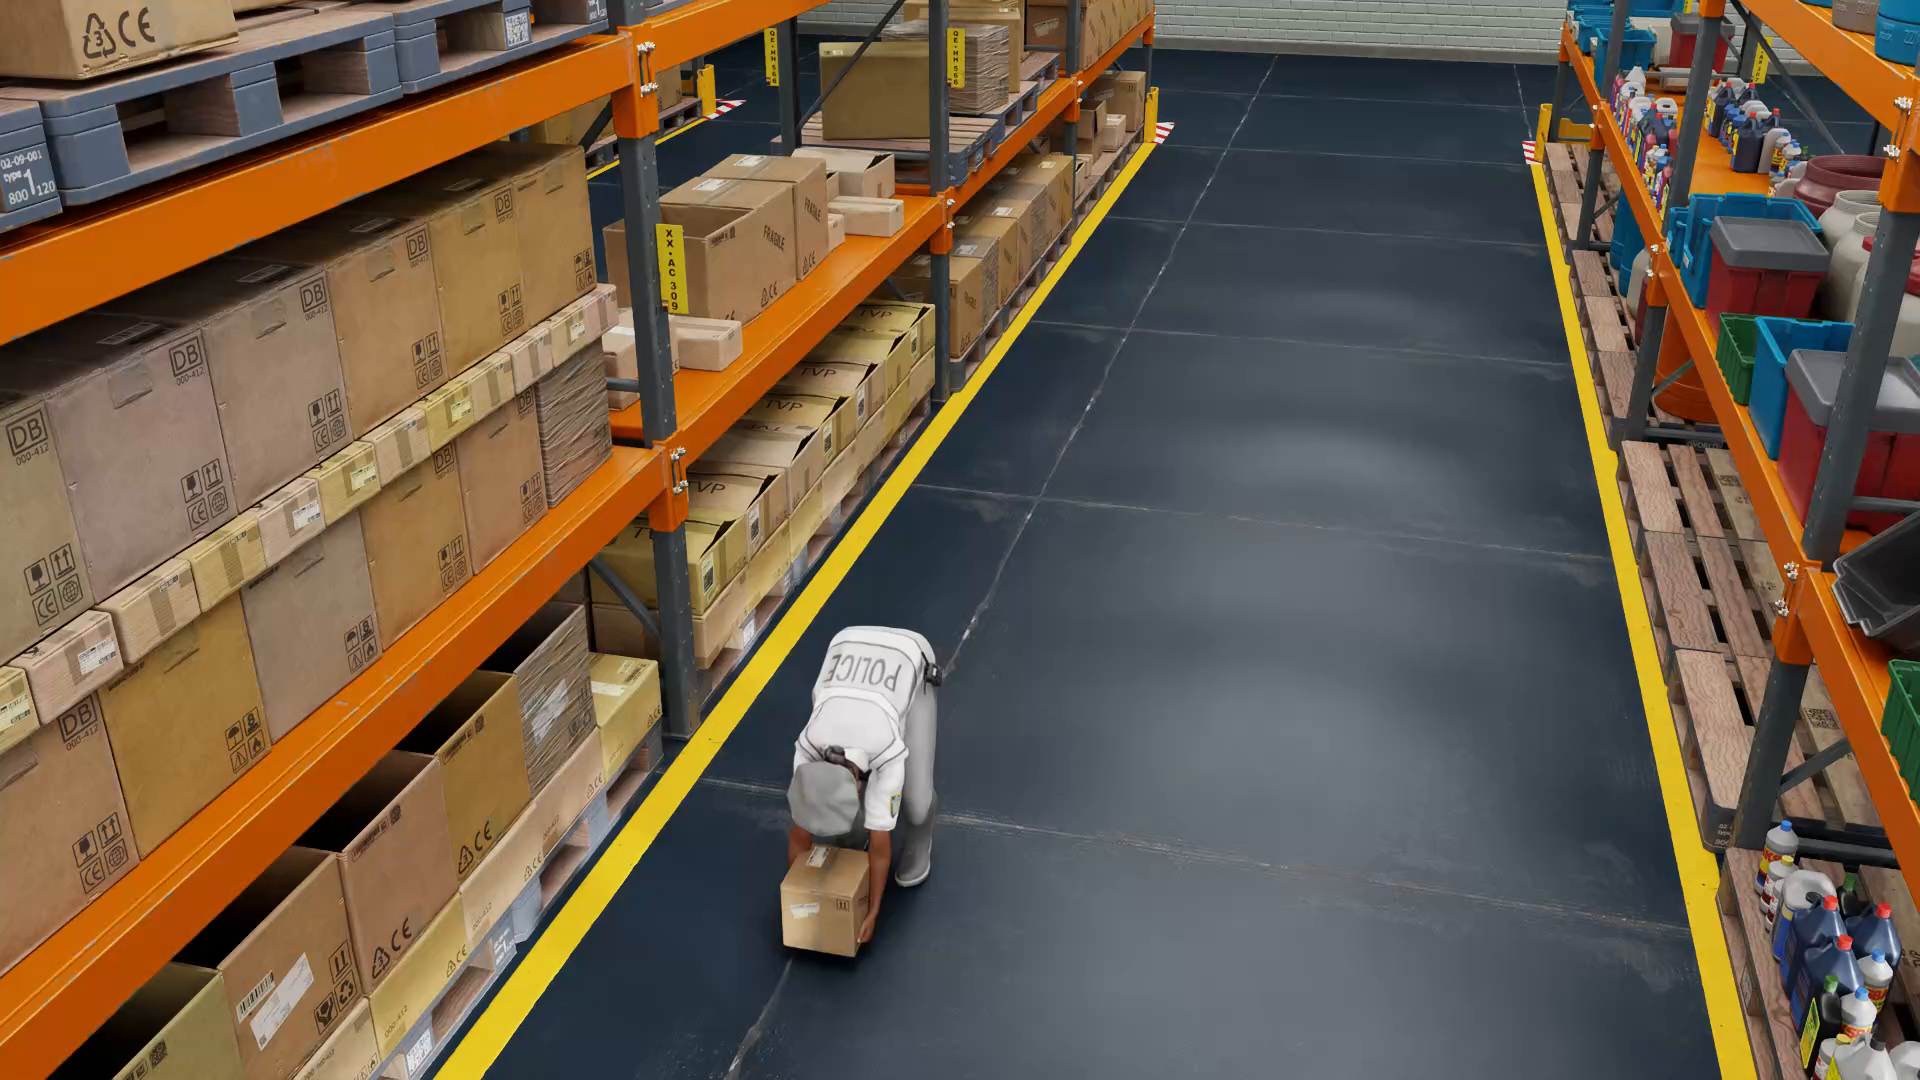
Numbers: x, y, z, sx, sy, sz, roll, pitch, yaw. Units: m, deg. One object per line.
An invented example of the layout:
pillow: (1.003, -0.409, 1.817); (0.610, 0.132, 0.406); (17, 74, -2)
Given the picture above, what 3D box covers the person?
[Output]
person: (-0.321, 0.832, 5.744); (0.460, 0.907, 0.903); (5, 26, 11)
